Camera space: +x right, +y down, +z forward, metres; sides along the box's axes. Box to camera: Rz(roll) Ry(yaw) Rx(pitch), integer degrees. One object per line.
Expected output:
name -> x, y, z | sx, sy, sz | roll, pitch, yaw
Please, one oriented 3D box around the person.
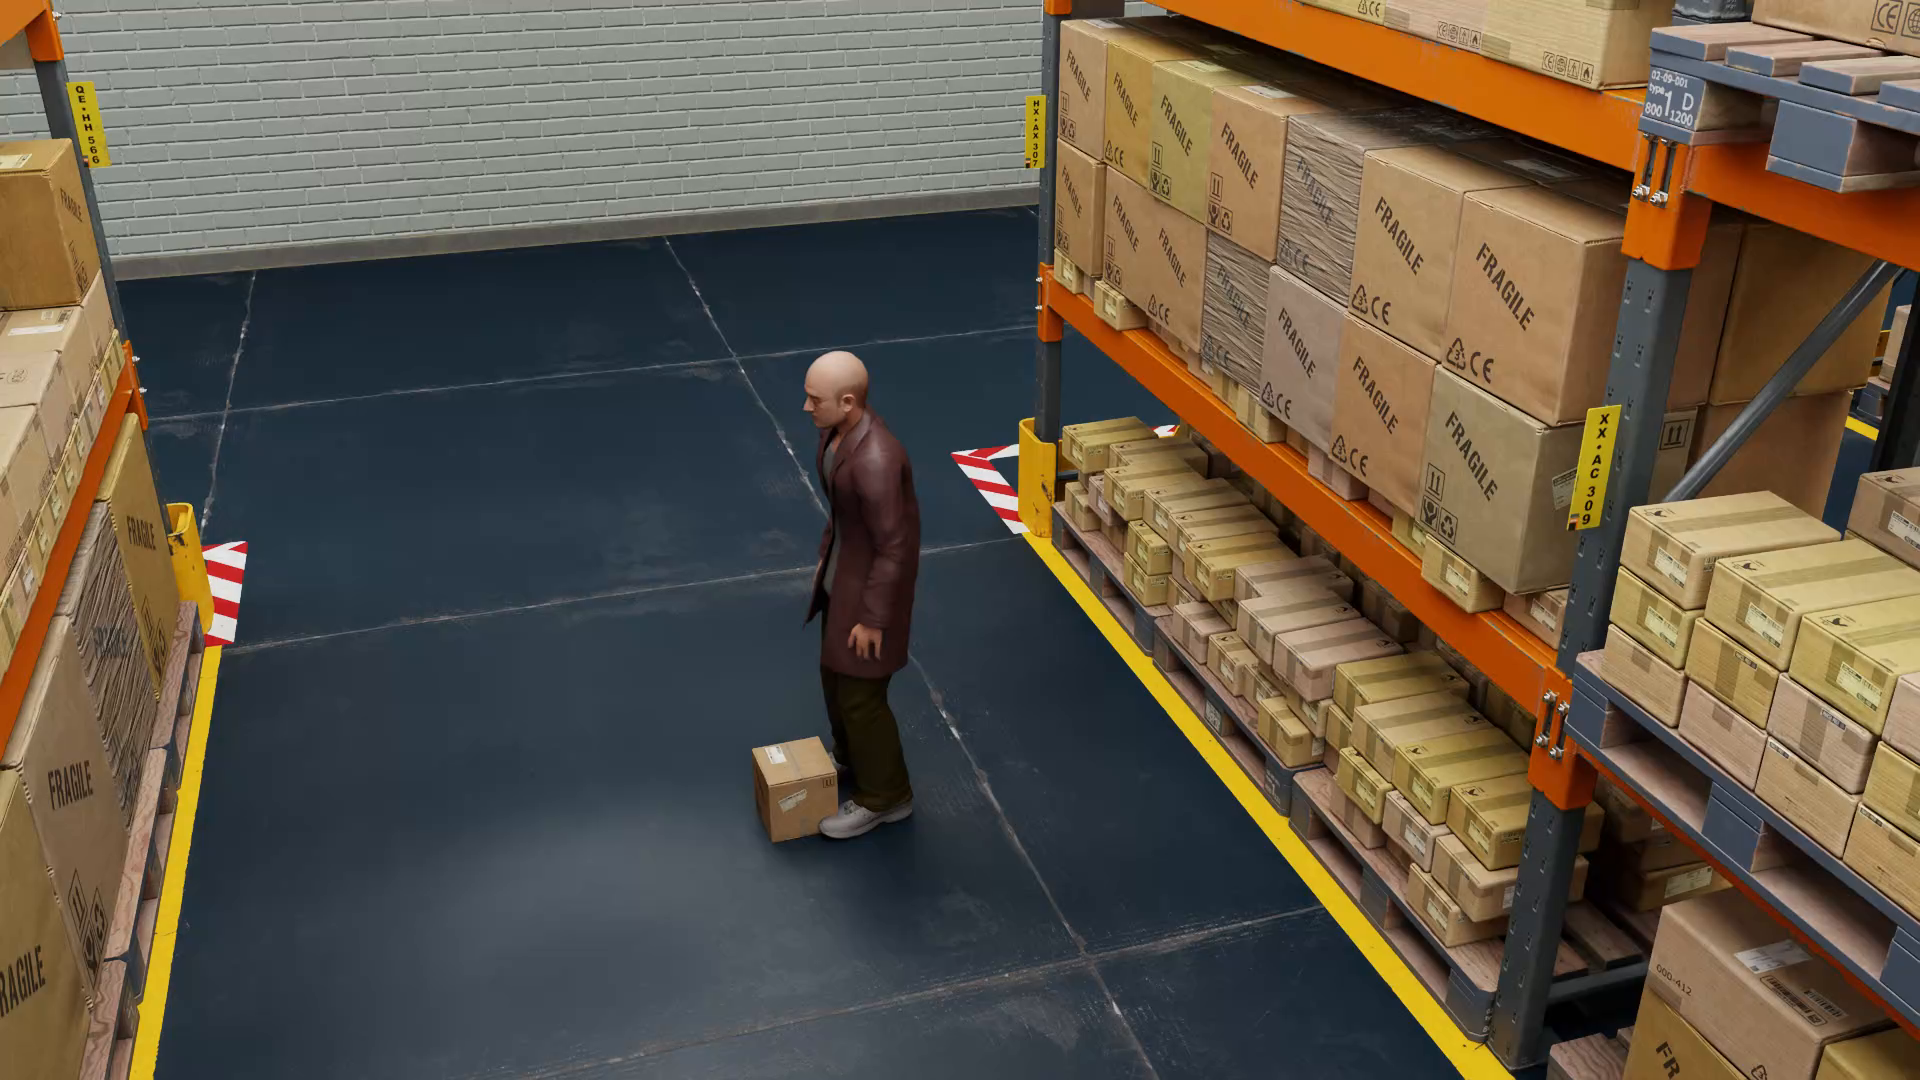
person -> -0.359, 0.178, 5.766 | 0.426, 1.773, 0.640 | -8, 27, -17
